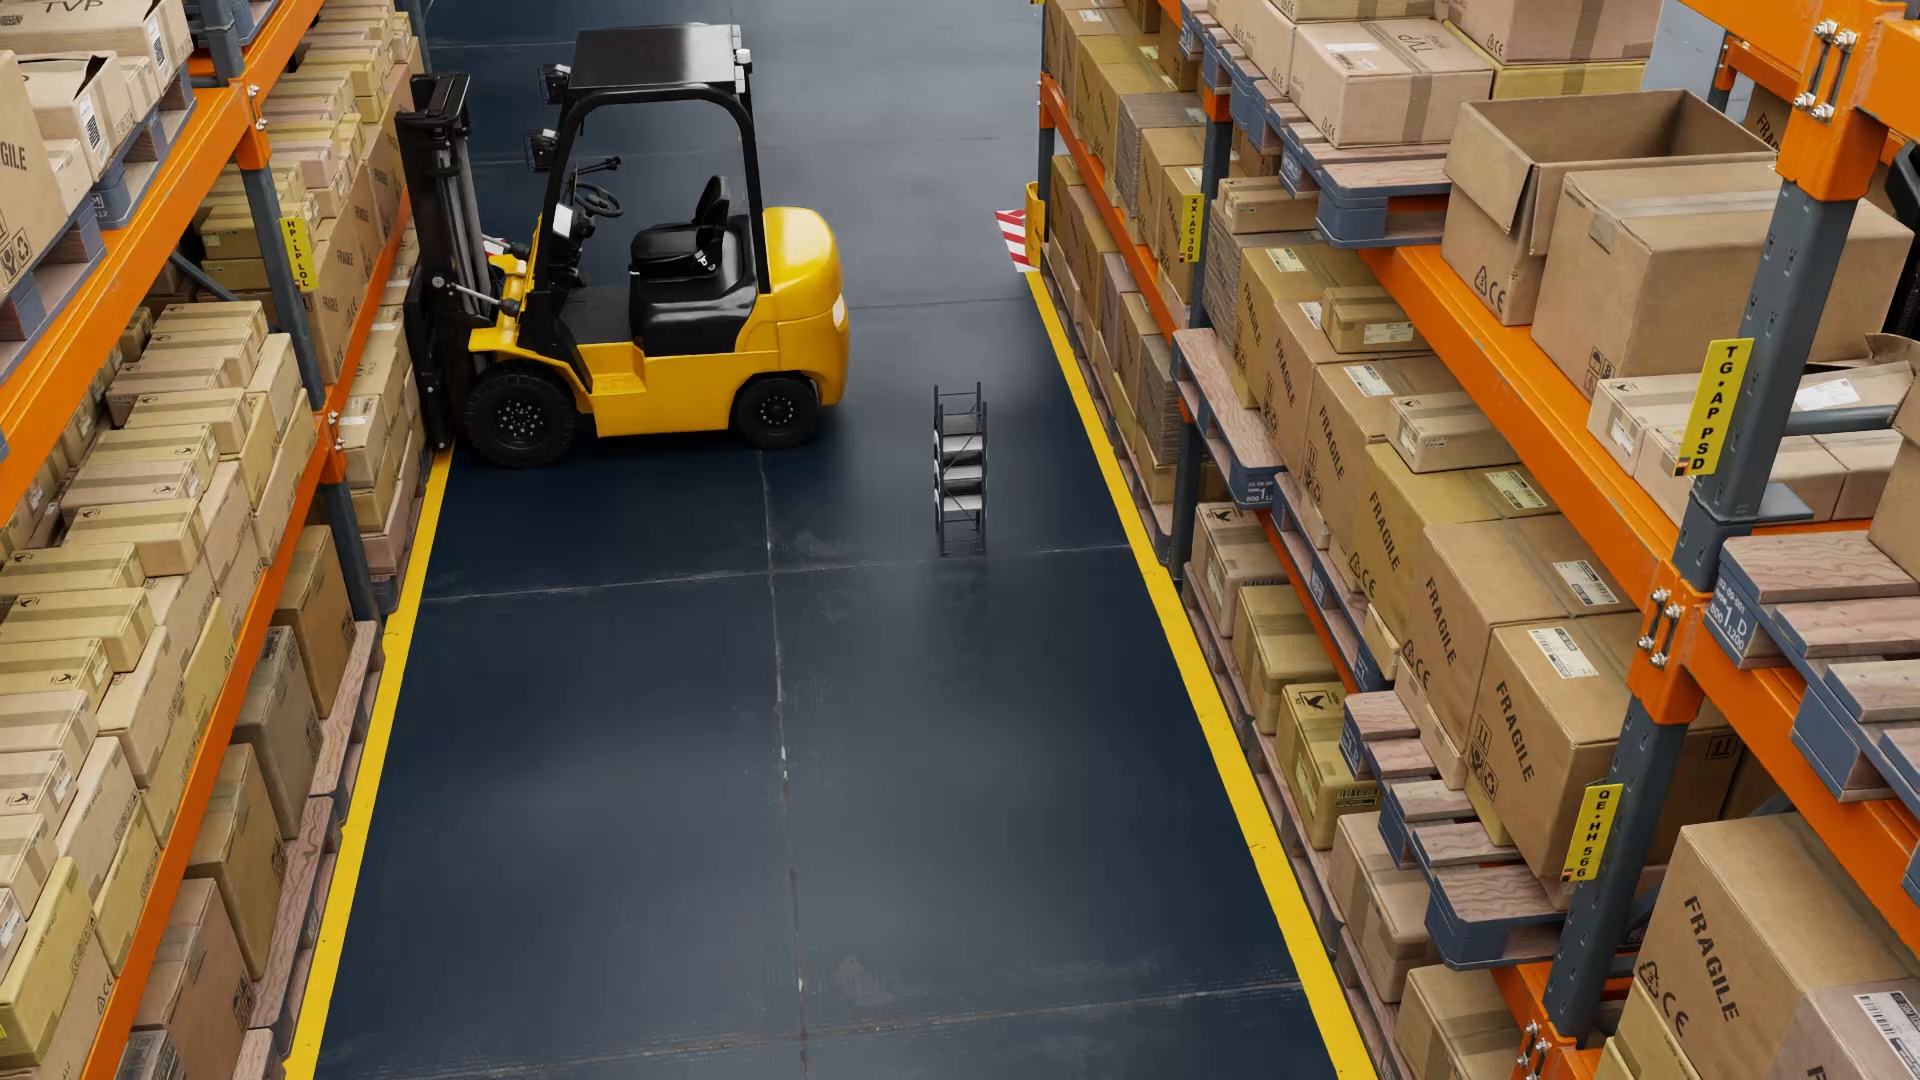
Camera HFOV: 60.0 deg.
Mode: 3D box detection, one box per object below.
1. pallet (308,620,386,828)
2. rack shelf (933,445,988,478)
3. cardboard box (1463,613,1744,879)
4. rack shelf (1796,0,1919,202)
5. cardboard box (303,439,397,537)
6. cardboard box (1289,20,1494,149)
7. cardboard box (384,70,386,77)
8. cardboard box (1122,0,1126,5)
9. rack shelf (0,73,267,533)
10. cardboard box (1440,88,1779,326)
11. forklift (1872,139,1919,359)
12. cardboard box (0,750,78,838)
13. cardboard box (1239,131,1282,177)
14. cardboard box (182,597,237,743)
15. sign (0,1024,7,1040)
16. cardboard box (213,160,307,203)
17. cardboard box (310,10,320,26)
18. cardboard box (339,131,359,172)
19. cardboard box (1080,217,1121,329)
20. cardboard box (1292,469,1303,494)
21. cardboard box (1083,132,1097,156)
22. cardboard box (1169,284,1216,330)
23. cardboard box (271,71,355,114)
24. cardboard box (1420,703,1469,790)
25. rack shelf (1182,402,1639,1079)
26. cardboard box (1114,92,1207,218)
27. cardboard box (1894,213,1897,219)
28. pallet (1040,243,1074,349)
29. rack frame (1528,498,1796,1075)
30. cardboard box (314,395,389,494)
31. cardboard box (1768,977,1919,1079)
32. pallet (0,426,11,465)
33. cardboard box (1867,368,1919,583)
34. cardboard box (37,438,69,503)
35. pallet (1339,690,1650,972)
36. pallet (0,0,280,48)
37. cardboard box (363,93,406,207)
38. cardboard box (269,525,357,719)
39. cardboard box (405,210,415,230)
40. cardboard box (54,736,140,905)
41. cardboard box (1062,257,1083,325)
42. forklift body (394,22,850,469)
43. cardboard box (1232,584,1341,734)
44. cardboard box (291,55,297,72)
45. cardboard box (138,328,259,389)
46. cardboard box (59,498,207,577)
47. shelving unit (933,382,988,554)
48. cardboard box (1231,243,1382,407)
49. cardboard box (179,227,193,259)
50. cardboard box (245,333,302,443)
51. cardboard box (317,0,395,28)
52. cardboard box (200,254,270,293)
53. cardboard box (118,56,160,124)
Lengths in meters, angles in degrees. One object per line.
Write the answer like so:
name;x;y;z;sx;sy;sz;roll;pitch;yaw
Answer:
pallet;-3.195;0.844;7.453;1.003;0.211;1.213;-4;35;-6
rack shelf;0.001;-0.414;8.587;0.258;0.077;0.200;-4;35;-6
cardboard box;1.787;0.567;4.657;0.500;0.500;0.500;-5;35;-8
rack shelf;2.393;0.237;1.534;1.077;0.370;4.000;-4;35;-6
cardboard box;-3.091;-0.254;8.212;0.500;0.250;0.500;-5;35;-7
cardboard box;1.426;-1.527;5.552;0.500;0.250;0.500;-5;35;-7
cardboard box;-3.486;-2.657;9.449;0.380;0.149;0.250;-5;35;-7
cardboard box;1.333;-3.636;10.309;0.700;0.500;0.500;-5;35;-8
rack shelf;-3.063;-0.543;4.987;1.077;0.370;4.000;-4;35;-6
cardboard box;1.890;-0.994;4.918;0.797;0.503;0.637;-4;35;-6
forklift;4.078;-0.034;6.325;3.031;2.935;1.130;8;35;12
cardboard box;-2.642;0.716;4.500;0.380;0.149;0.250;-3;34;-5
cardboard box;1.741;-1.934;7.812;0.700;0.500;0.500;-5;35;-7
cardboard box;-2.819;0.454;5.682;0.500;0.250;0.500;-3;34;-5
sign;-2.258;1.023;3.755;0.100;0.325;0.005;-4;35;-6
cardboard box;-3.249;-1.630;7.678;0.380;0.149;0.250;-5;35;-7
cardboard box;-4.037;-3.177;9.949;0.380;0.149;0.250;-5;35;-7
cardboard box;-3.258;-1.940;8.397;0.380;0.149;0.250;-5;35;-8
cardboard box;1.020;-1.618;9.992;0.500;0.500;0.500;-4;34;-5
cardboard box;1.510;-0.255;6.439;0.380;0.149;0.250;-4;34;-6
cardboard box;0.948;-2.437;10.014;0.380;0.149;0.250;-3;34;-5
cardboard box;1.241;-1.147;8.121;0.380;0.149;0.250;-5;35;-7
cardboard box;-3.401;-2.342;8.722;0.380;0.149;0.250;-4;34;-6
cardboard box;1.660;0.621;5.153;0.380;0.149;0.250;-5;35;-7
rack shelf;1.855;0.319;6.386;1.077;0.370;4.000;-4;35;-6
cardboard box;1.129;-2.064;8.891;0.500;0.500;0.500;-3;34;-5
cardboard box;6.337;-1.680;10.195;0.875;0.875;0.875;-4;34;-6
pallet;1.132;-1.676;11.151;1.003;0.211;1.213;-4;35;-6
rack frame;2.124;1.138;4.546;1.000;3.000;0.127;-4;35;-6
cardboard box;-3.086;-0.461;8.072;0.500;0.250;0.500;-5;35;-7
cardboard box;2.024;1.253;3.400;0.500;0.500;0.500;-4;35;-6
pallet;-2.974;-0.018;3.745;1.213;0.211;1.003;-3;34;-4
cardboard box;2.324;-0.119;3.262;0.797;0.503;0.637;-6;35;-9
cardboard box;-3.418;-0.239;5.900;0.380;0.149;0.250;-4;35;-6
pallet;1.922;0.827;5.172;1.213;0.211;1.003;-4;35;-6
pallet;-3.473;-2.394;7.142;1.003;0.211;1.213;-4;35;-6
cardboard box;-3.414;-2.159;9.295;0.500;0.500;0.500;-5;35;-7
cardboard box;-3.251;0.381;7.391;0.875;0.625;0.625;-3;34;-4
cardboard box;-3.425;-1.881;10.157;0.500;0.250;0.500;-4;34;-6
cardboard box;-2.678;0.825;4.693;0.500;0.250;0.500;-3;34;-5
cardboard box;0.943;-1.608;10.643;0.500;0.250;0.500;-3;34;-5
forklift body;-1.807;-1.678;9.431;2.313;2.155;1.214;-4;35;-6
cardboard box;1.759;0.511;7.425;0.950;0.372;0.625;-2;34;-3
cardboard box;-3.958;-2.774;9.621;0.380;0.149;0.250;-5;35;-7
cardboard box;-3.014;-0.709;6.591;0.380;0.149;0.250;-5;35;-7
cardboard box;-2.753;0.001;5.549;0.380;0.149;0.250;-5;35;-8
shelving unit;0.001;-0.367;8.619;0.258;0.900;0.210;-4;35;-6
cardboard box;1.433;-0.870;6.765;0.500;0.500;0.500;-4;35;-6
cardboard box;-3.698;-1.323;7.492;0.380;0.149;0.250;-5;35;-8
cardboard box;-3.013;-0.607;6.794;0.500;0.250;0.500;-5;35;-7
cardboard box;-3.549;-3.062;9.779;0.380;0.149;0.250;-4;35;-6
cardboard box;-3.115;-1.224;7.346;0.380;0.149;0.250;-5;35;-7
cardboard box;-2.883;-1.476;5.479;0.380;0.149;0.250;-4;35;-6
